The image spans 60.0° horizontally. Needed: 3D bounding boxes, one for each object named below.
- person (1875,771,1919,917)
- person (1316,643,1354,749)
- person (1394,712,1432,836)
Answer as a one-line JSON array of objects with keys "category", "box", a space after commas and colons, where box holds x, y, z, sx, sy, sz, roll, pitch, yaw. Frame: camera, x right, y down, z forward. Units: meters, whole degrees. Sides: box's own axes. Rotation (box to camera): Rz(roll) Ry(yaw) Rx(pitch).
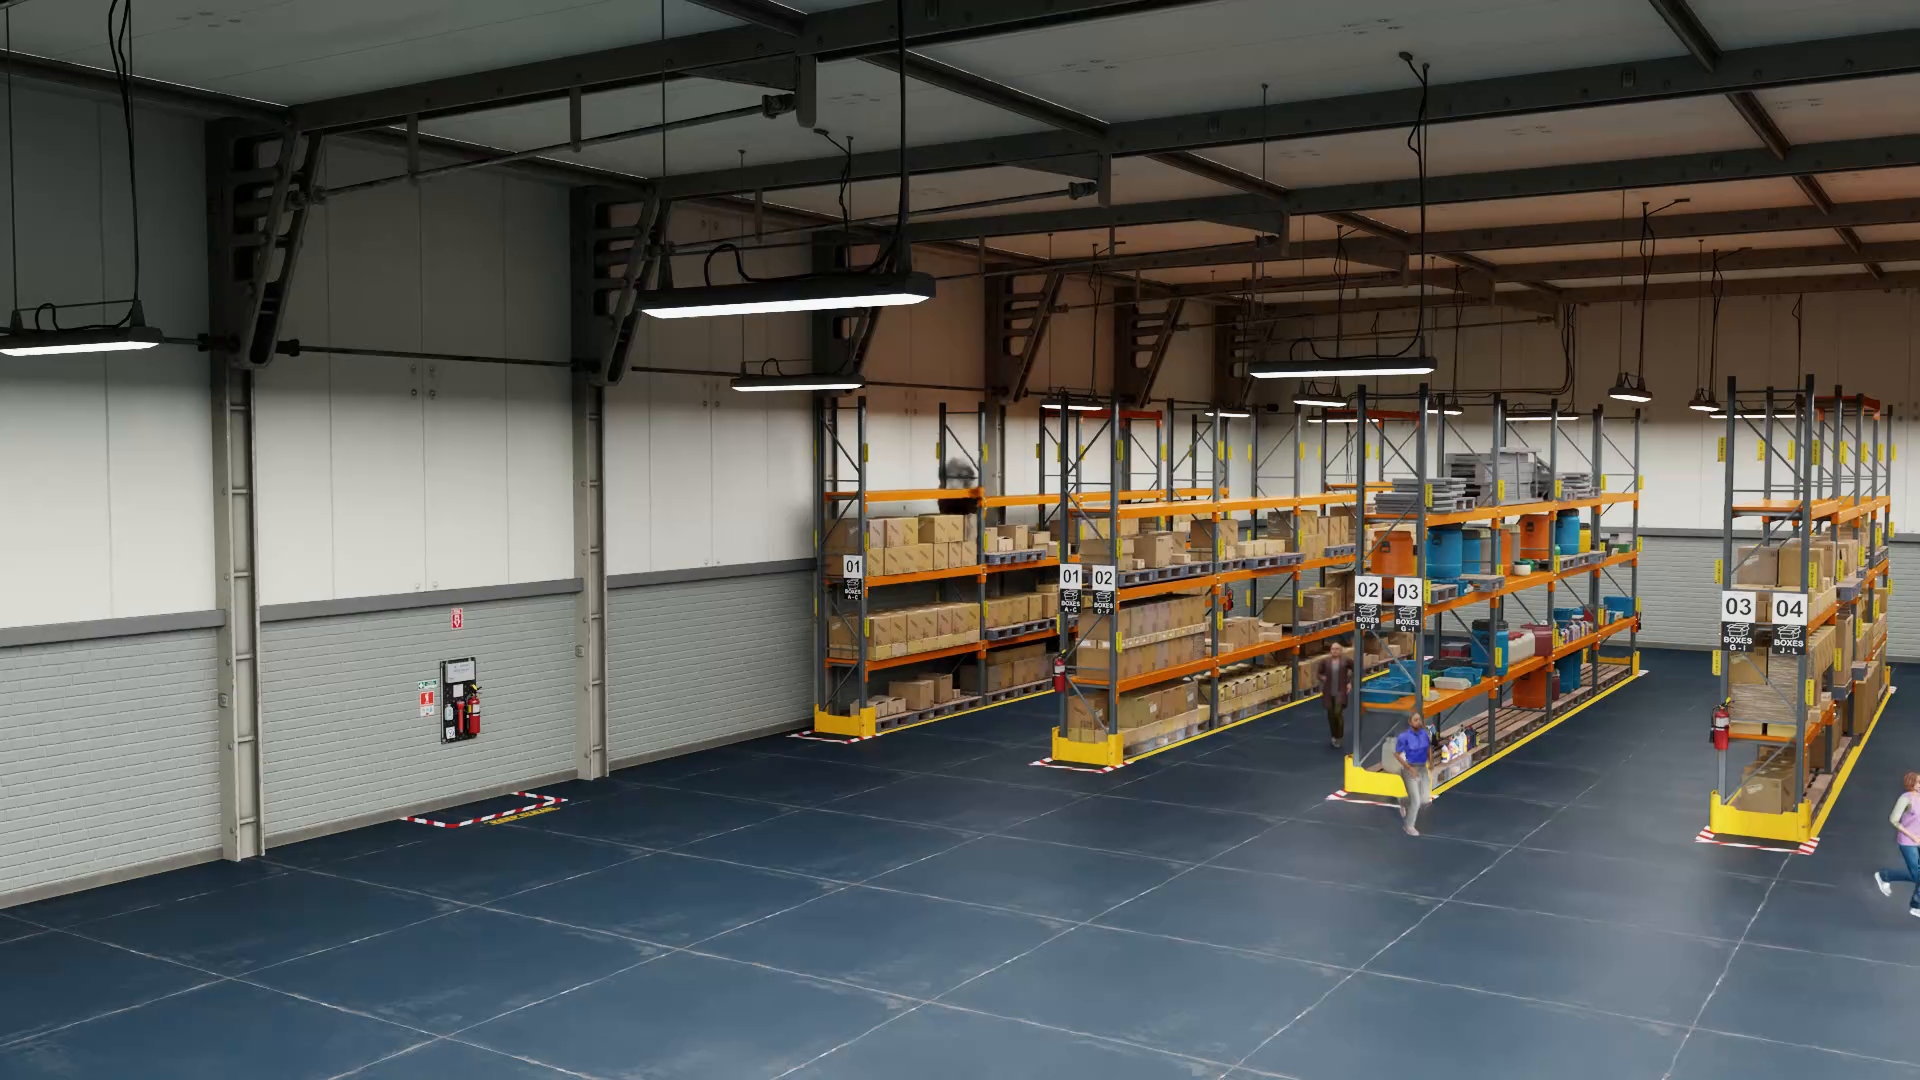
[{"category": "person", "box": [10.297, 3.285, 18.030, 0.536, 1.575, 0.659, -1, 3, -22]}, {"category": "person", "box": [6.384, 2.648, 28.237, 0.702, 1.808, 0.742, 1, 3, 24]}, {"category": "person", "box": [5.964, 3.058, 21.907, 0.593, 1.629, 0.629, -1, 3, -20]}]
